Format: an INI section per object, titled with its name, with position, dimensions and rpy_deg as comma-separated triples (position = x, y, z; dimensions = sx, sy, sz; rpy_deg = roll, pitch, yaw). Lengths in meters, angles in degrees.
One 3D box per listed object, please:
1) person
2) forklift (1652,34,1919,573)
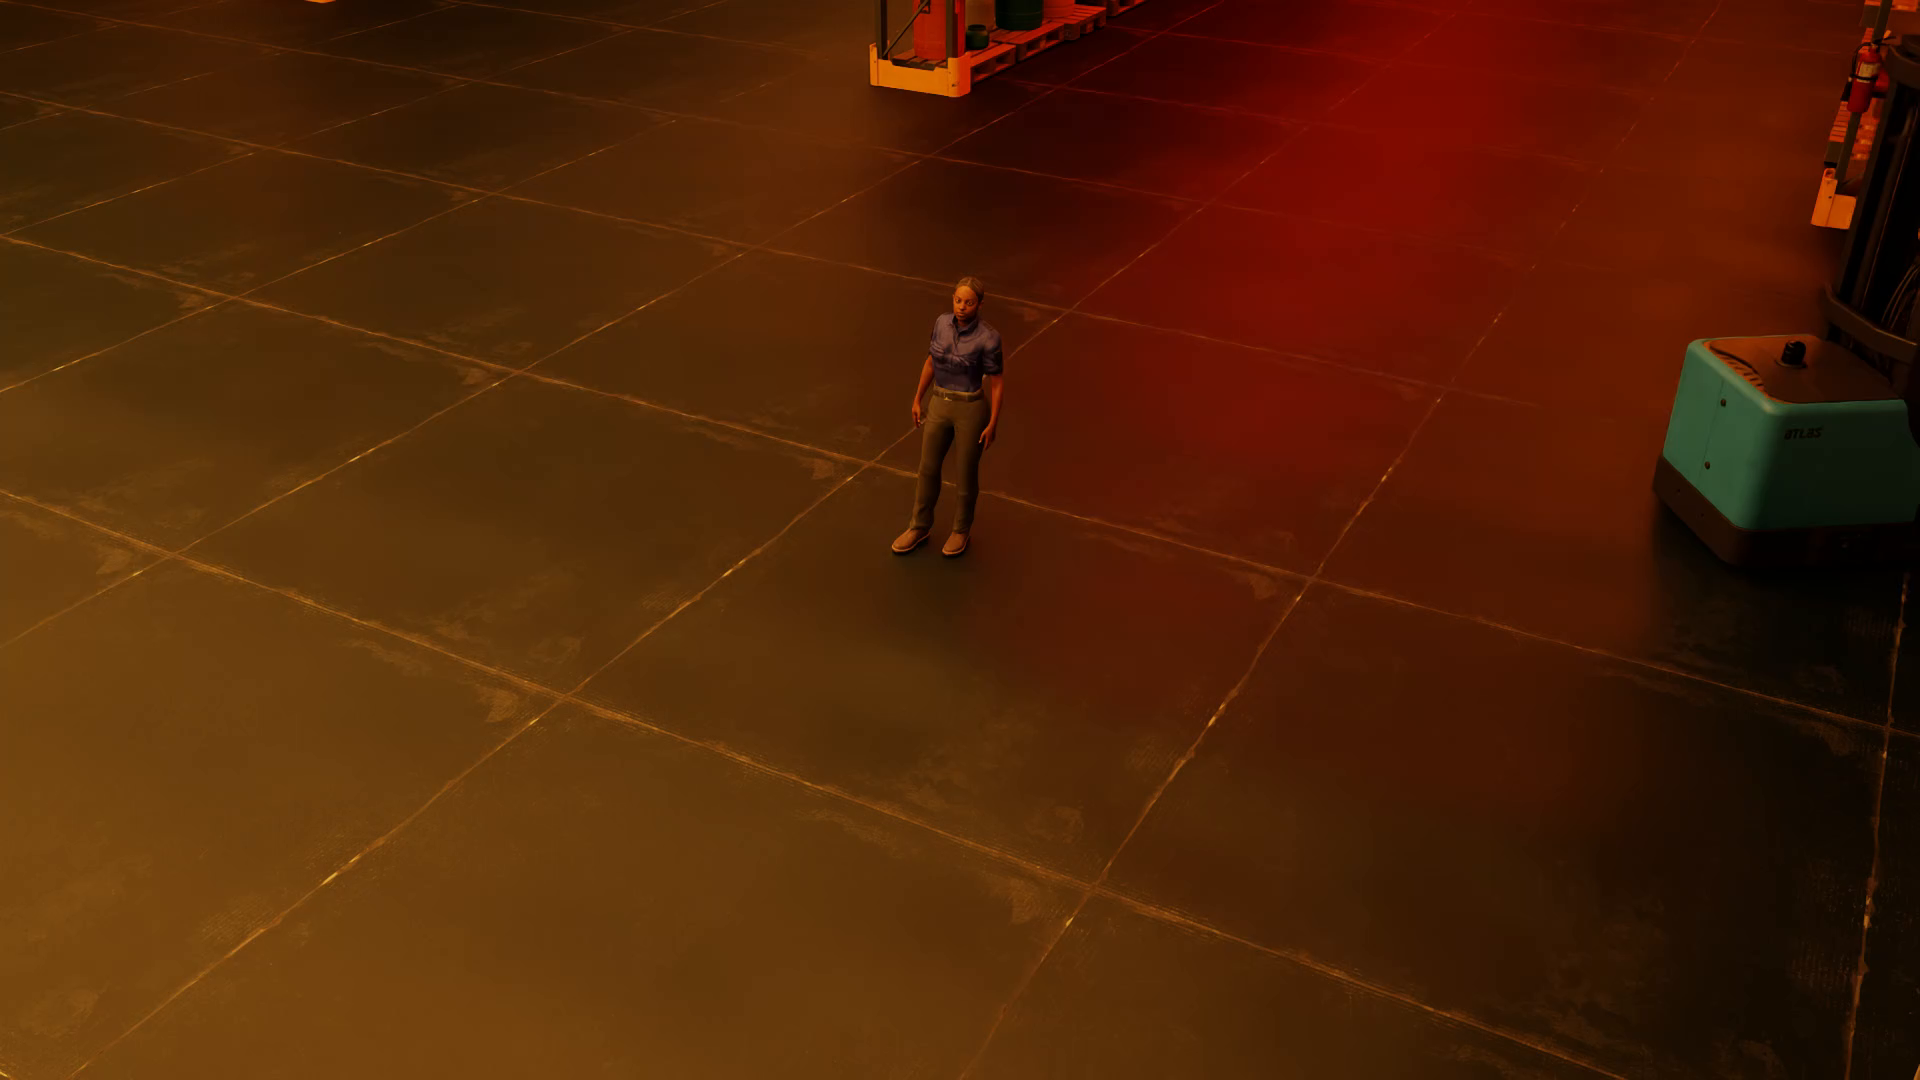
[person]
position = -0.060, -0.689, 9.528
dimensions = 0.569, 1.654, 0.504
rpy_deg = 15, 33, 25
[forklift]
position = 5.882, -1.384, 9.469
dimensions = 3.031, 2.935, 1.130
rpy_deg = -3, 30, -5
